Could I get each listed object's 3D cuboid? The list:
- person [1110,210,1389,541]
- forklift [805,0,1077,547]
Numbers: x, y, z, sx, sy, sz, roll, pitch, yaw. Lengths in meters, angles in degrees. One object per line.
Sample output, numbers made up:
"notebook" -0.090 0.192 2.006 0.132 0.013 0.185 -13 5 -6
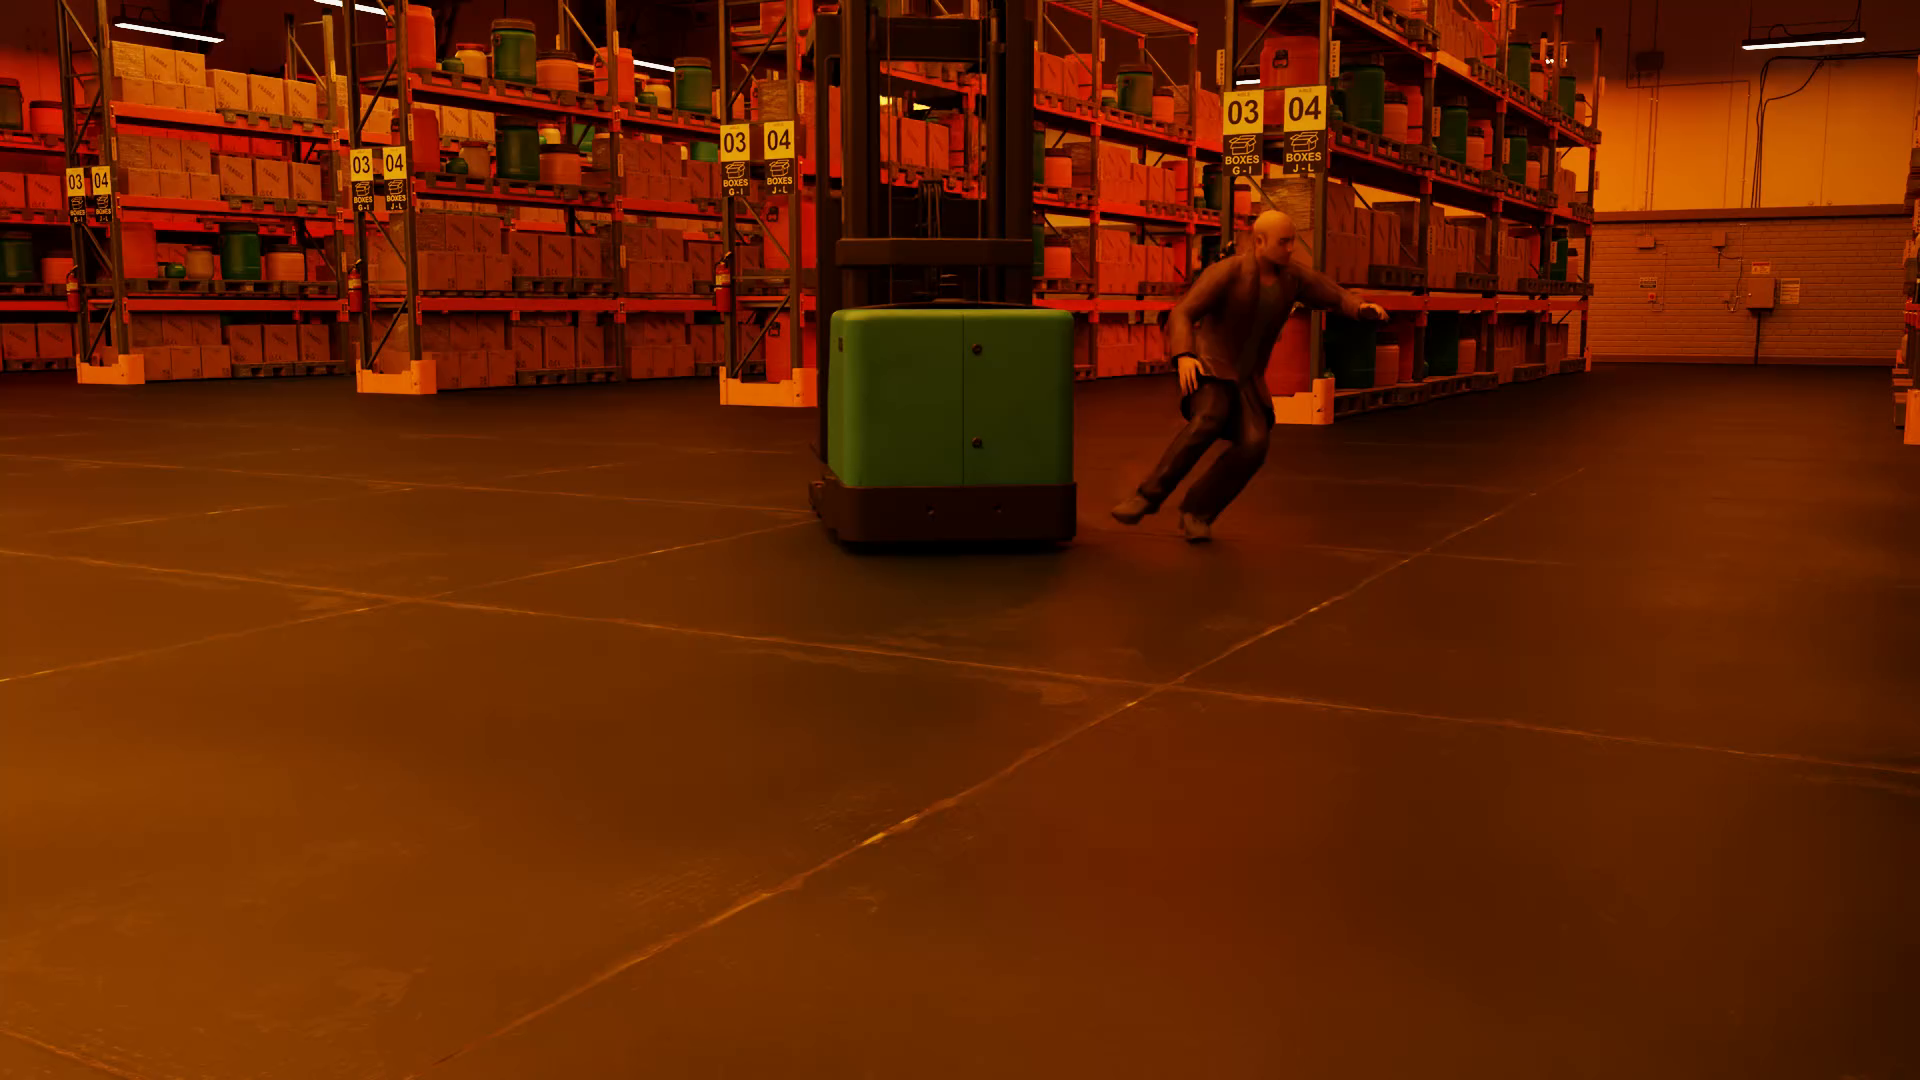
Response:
"person" 1.300 -0.741 7.635 1.245 1.529 0.949 -4 9 -29
"forklift" -0.214 -1.584 8.571 1.130 2.935 3.031 -1 8 -9
